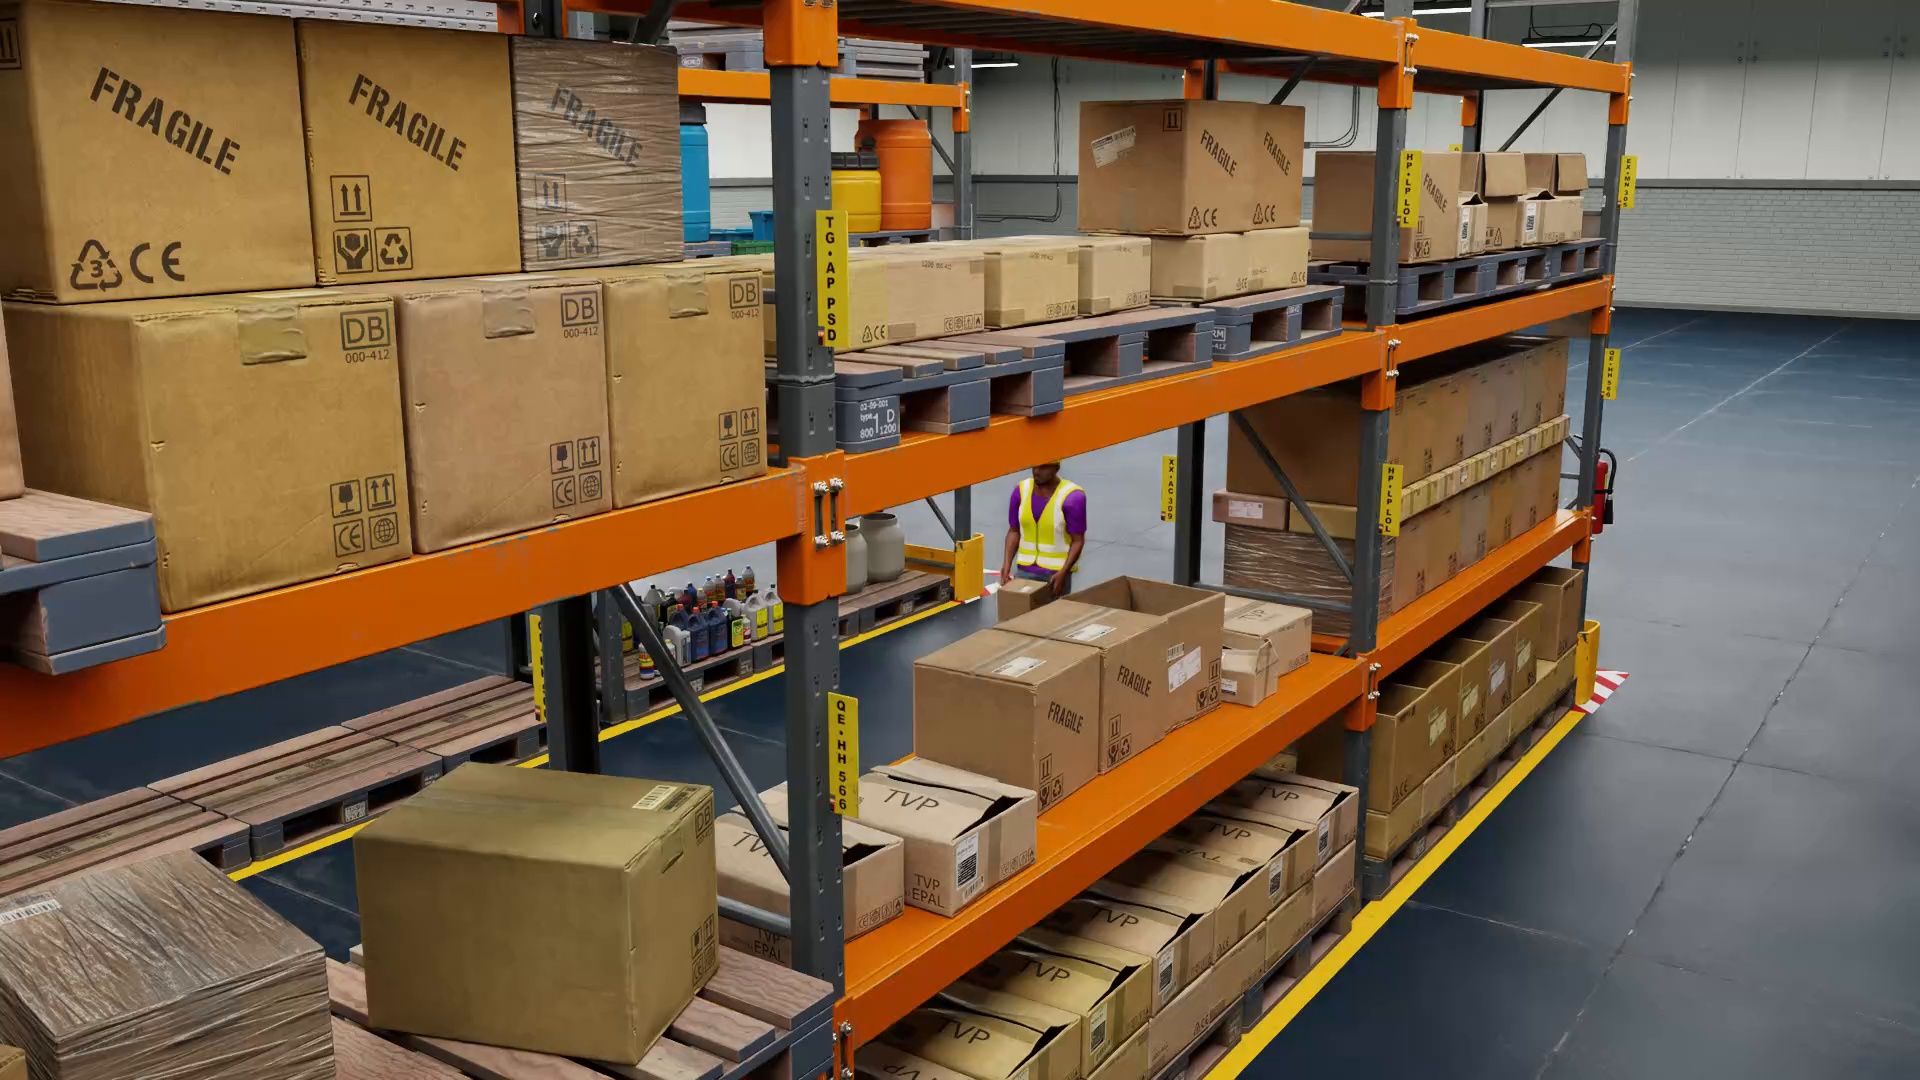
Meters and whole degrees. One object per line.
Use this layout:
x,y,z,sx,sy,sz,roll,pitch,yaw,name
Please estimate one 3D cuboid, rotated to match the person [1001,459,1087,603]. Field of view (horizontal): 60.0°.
0.552,0.213,11.001,0.577,1.764,0.446,8,15,33,person
